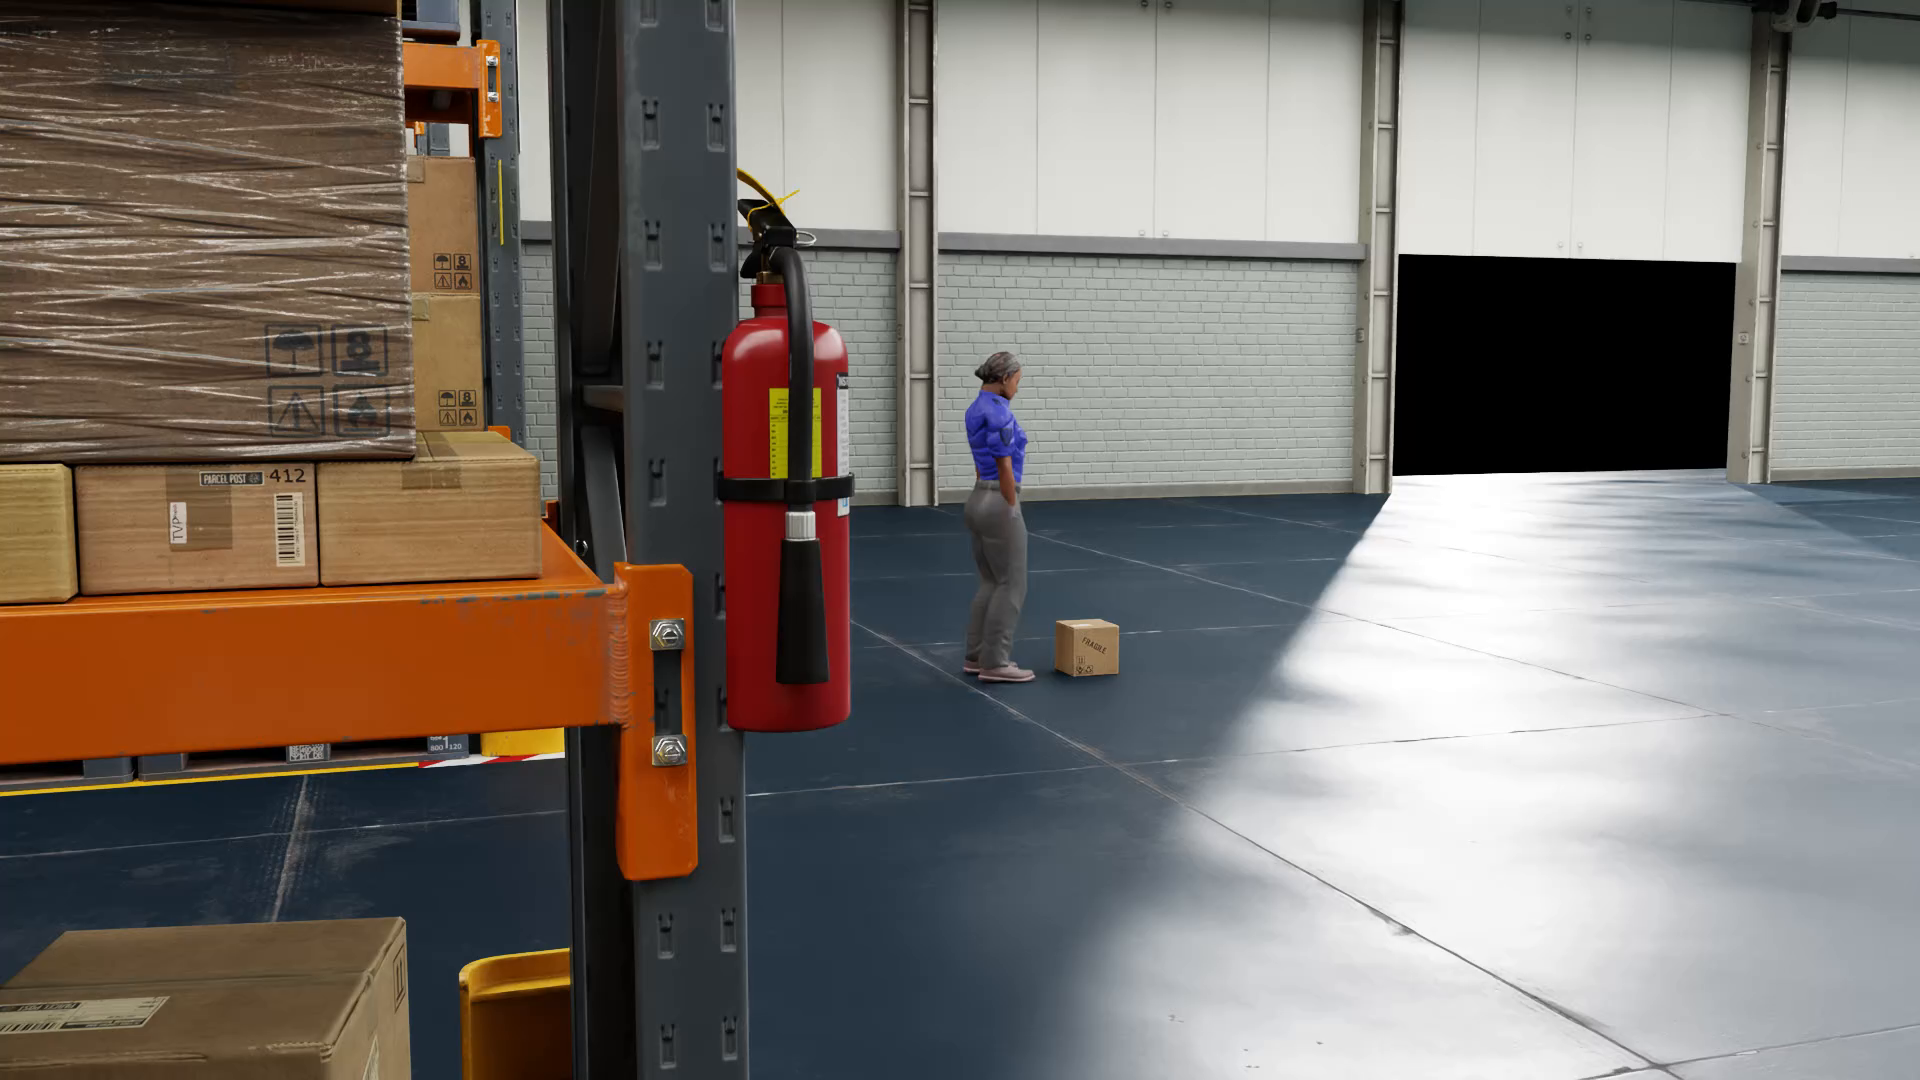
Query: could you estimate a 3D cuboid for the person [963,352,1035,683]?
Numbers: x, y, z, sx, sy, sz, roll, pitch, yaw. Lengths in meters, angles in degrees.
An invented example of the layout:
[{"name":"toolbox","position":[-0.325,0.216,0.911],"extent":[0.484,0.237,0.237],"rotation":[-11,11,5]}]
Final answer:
[{"name":"person","position":[0.182,-0.120,8.366],"extent":[0.309,1.646,0.441],"rotation":[-2,6,-18]}]
